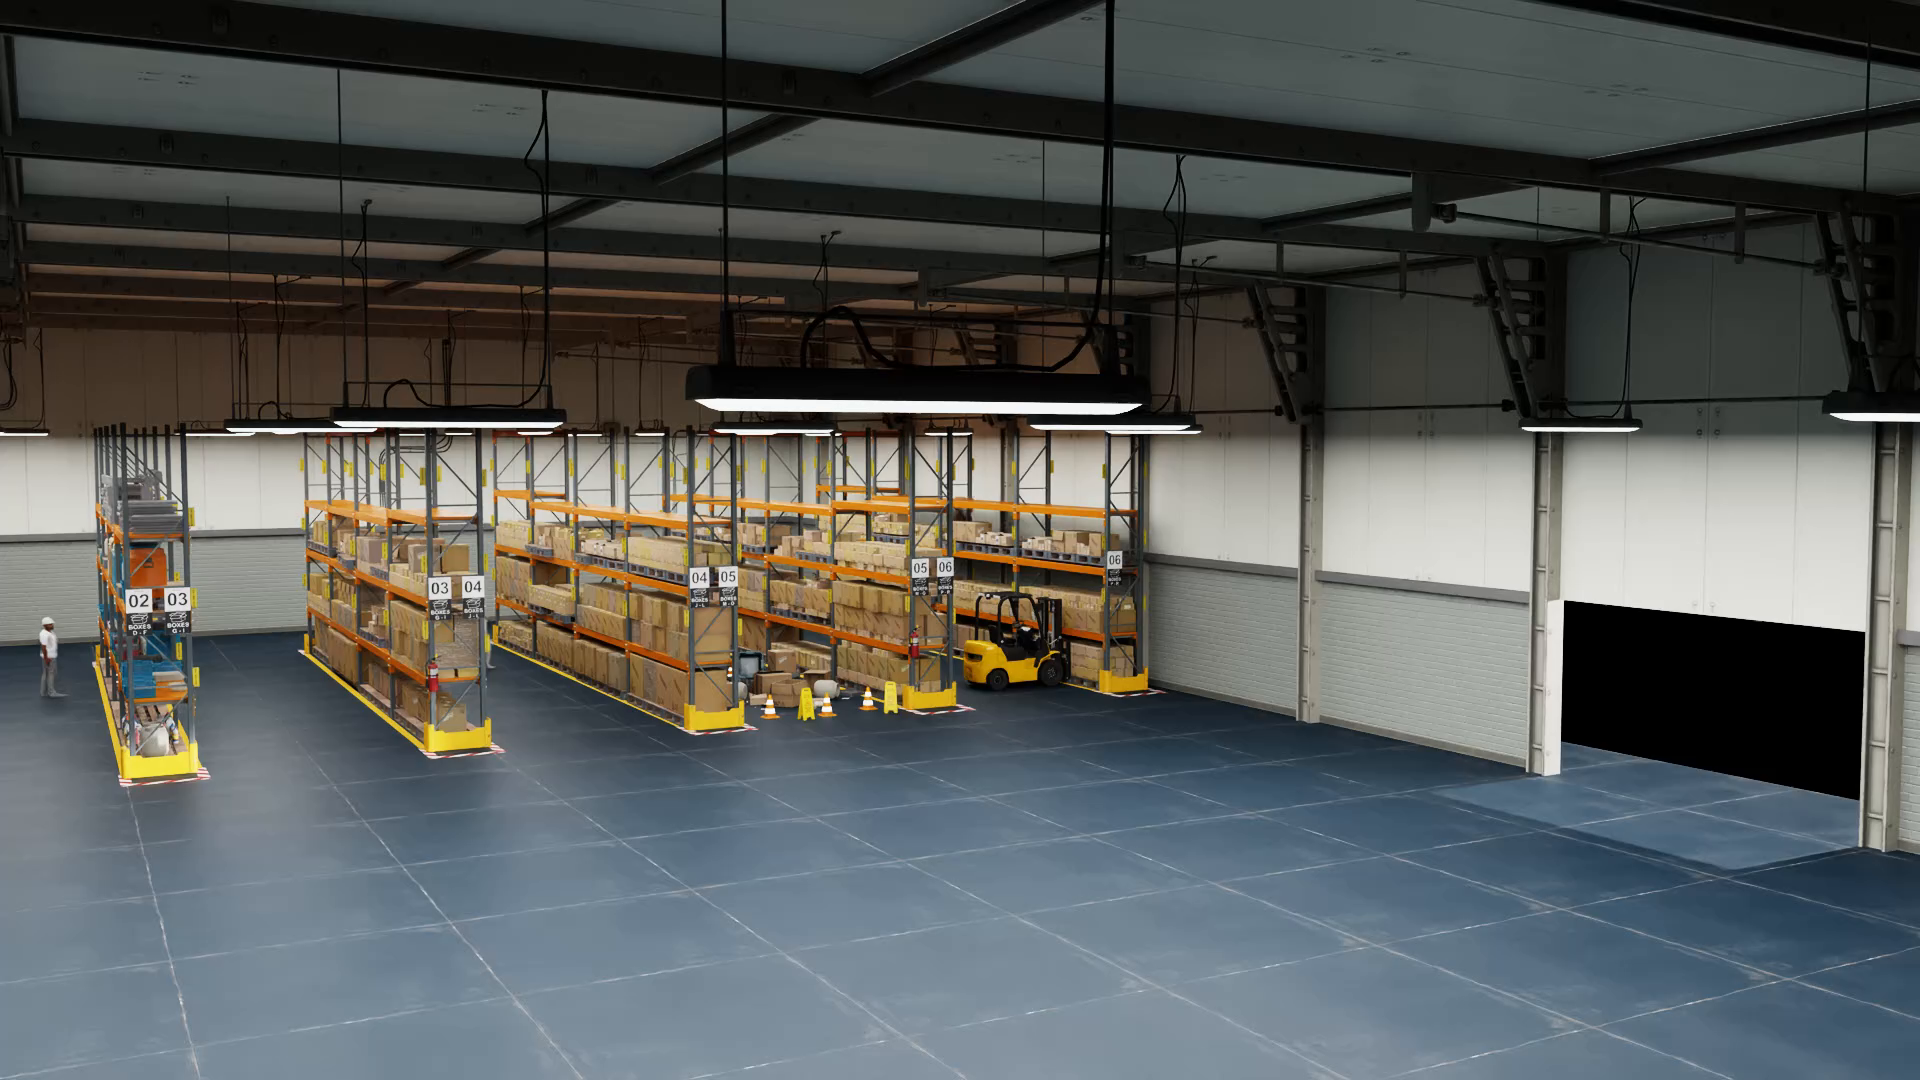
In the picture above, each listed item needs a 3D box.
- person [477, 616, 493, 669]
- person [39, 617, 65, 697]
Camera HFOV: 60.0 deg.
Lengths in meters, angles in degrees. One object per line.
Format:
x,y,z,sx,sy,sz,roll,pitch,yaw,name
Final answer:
-11.936,2.393,41.617,0.594,1.653,0.505,2,4,28,person
-20.220,2.600,36.976,0.467,1.773,0.577,-3,4,-38,person
